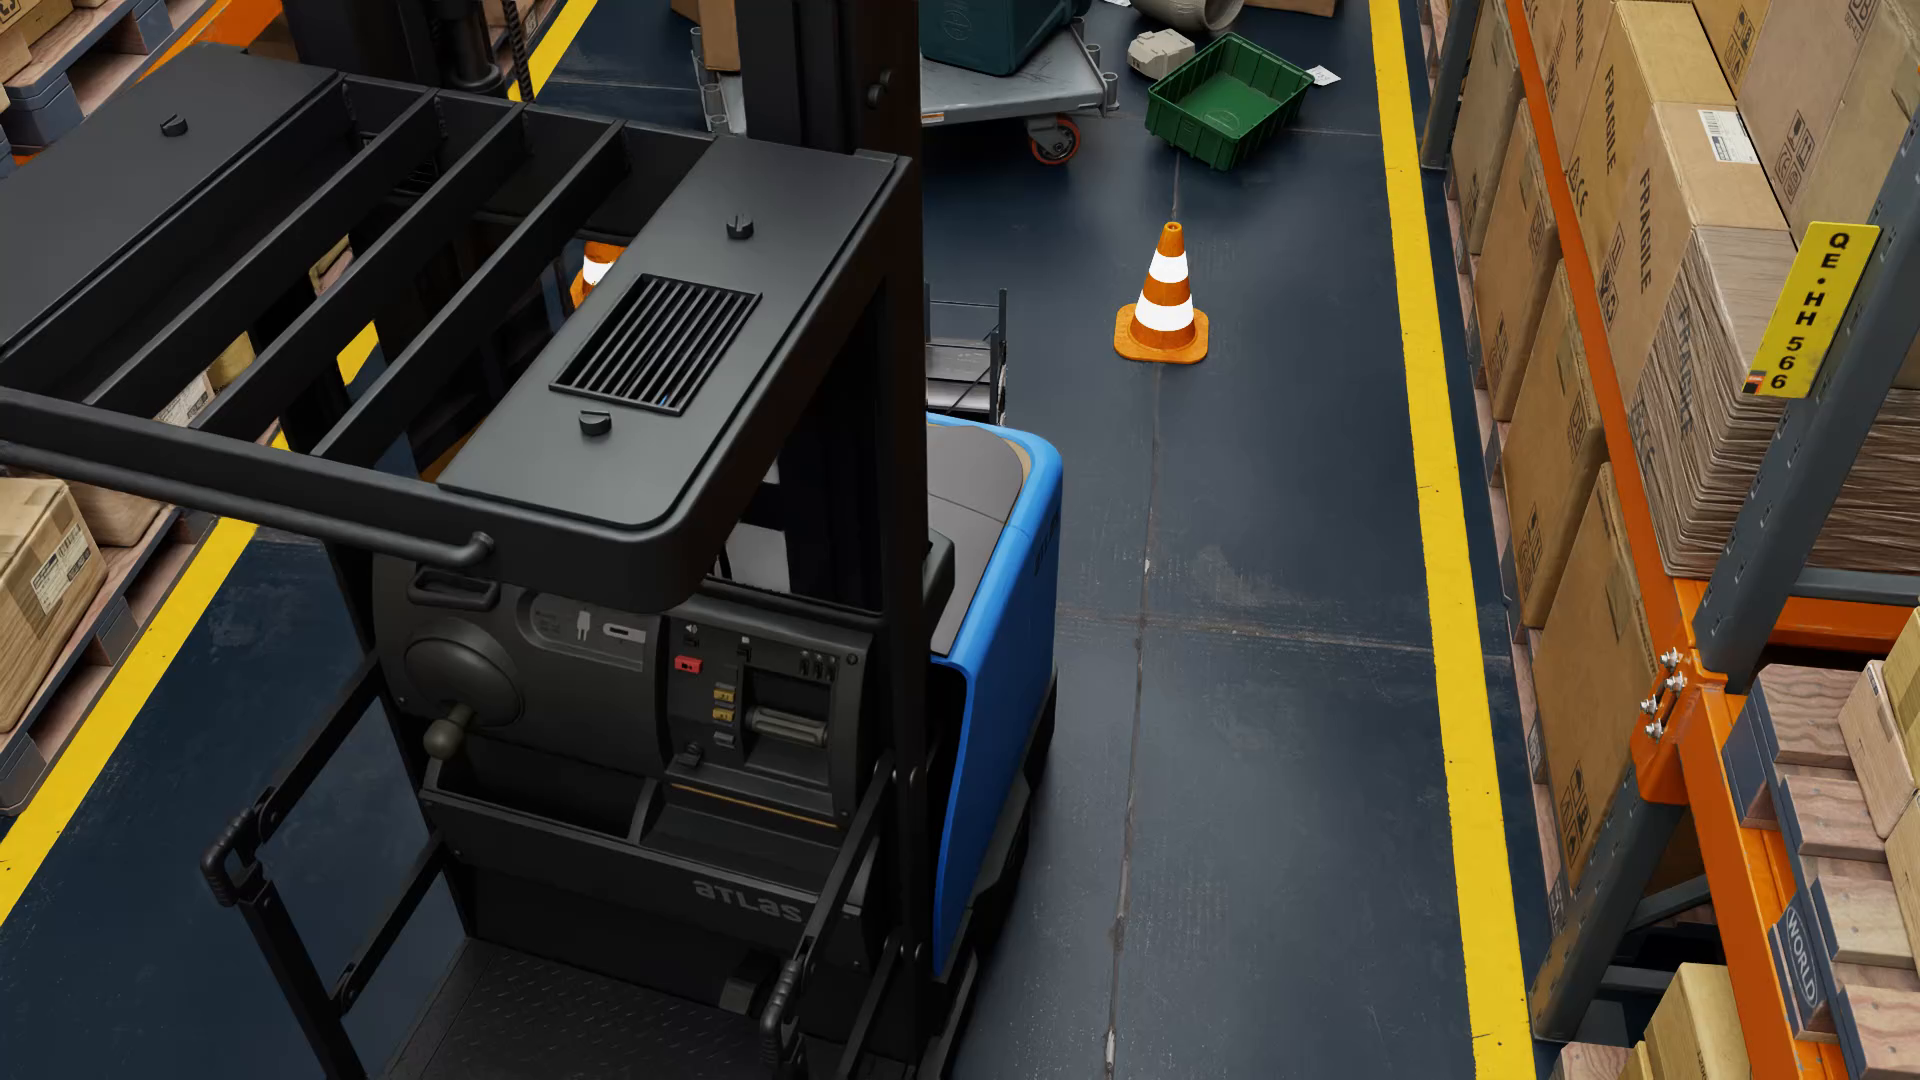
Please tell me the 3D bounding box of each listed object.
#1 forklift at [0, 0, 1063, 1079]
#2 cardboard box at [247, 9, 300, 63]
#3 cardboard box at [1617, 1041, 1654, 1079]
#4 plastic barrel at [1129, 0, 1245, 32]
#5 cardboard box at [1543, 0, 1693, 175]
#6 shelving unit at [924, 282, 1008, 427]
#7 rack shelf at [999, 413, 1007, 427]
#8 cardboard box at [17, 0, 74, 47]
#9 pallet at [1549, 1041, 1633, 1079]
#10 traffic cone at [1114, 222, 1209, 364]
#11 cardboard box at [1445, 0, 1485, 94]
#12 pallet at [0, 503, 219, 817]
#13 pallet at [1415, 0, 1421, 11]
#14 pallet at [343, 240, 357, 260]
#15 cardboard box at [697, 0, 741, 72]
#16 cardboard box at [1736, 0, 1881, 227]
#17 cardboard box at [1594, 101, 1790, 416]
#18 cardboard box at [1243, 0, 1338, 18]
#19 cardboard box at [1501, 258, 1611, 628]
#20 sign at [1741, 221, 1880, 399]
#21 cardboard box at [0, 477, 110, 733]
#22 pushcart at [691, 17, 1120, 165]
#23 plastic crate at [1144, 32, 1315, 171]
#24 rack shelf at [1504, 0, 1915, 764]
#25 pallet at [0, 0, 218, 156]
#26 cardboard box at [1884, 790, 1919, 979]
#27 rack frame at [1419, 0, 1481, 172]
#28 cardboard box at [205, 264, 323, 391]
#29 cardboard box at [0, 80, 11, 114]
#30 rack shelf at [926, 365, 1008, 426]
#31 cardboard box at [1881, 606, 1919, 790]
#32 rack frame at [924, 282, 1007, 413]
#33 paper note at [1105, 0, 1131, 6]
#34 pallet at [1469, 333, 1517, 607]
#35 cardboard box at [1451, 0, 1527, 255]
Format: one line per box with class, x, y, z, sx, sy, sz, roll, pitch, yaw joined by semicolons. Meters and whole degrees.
forklift;-0.668;0.339;2.761;1.130;2.935;3.031;12;45;13
cardboard box;-2.582;-1.833;6.610;0.950;0.372;0.625;6;44;6
cardboard box;1.530;1.329;3.178;0.500;0.500;0.500;4;44;4
plastic barrel;1.035;-2.589;7.676;0.421;0.421;0.512;-32;52;-29
cardboard box;1.867;-1.283;4.351;0.500;0.500;0.500;6;44;6
shelving unit;-0.001;-0.321;4.935;0.258;0.900;0.210;5;44;6
rack shelf;-0.001;-0.297;4.958;0.258;0.077;0.200;5;44;6
cardboard box;-2.654;-1.457;4.485;0.380;0.149;0.250;7;44;7
pallet;1.772;1.659;3.344;1.003;0.211;1.213;5;44;6
traffic cone;0.731;-0.914;5.878;0.336;0.463;0.334;5;44;6
cardboard box;2.558;-2.415;6.859;0.875;0.875;0.875;6;44;6
pallet;-2.939;0.214;4.871;1.003;0.211;1.213;5;44;6
pallet;2.742;-2.944;8.206;1.003;0.211;1.213;5;44;6
pallet;-2.616;-1.449;6.627;1.003;0.211;1.213;5;44;6
cardboard box;-0.746;-2.219;6.679;0.500;0.500;0.500;5;44;6
cardboard box;2.011;-0.935;3.256;0.700;0.500;0.500;5;44;5
cardboard box;1.737;-0.593;3.622;0.500;0.500;0.500;5;44;6
cardboard box;1.593;-2.856;7.901;0.500;0.500;0.500;12;45;13
cardboard box;2.158;-0.224;4.636;1.050;0.750;0.750;6;44;6
sign;1.326;-0.354;2.600;0.100;0.325;0.005;5;44;6
cardboard box;-2.959;0.151;4.515;0.950;0.372;0.625;3;43;3
pushcart;-0.248;-1.867;6.948;1.648;0.377;0.936;-9;44;-9
plastic crate;1.130;-1.849;7.024;0.450;0.188;0.662;35;53;18
rack shelf;2.141;-0.987;4.634;1.077;0.370;4.000;5;44;6
pallet;-2.823;-1.550;4.845;1.003;0.211;1.213;5;44;6
cardboard box;1.581;0.523;2.394;0.380;0.149;0.250;7;44;8
rack frame;2.405;-2.612;5.826;1.000;3.000;0.127;5;44;6
cardboard box;-2.764;-0.869;5.592;0.950;0.372;0.625;7;44;7
cardboard box;-2.607;-1.090;4.097;0.380;0.149;0.250;5;44;6
rack shelf;-0.001;-0.428;4.834;0.258;0.077;0.200;5;44;6
cardboard box;1.613;0.256;2.459;0.380;0.149;0.250;7;44;7
rack frame;0.012;-0.391;5.008;0.240;0.900;0.006;5;44;6
paper note;0.771;-2.622;8.003;0.172;0.023;0.155;20;47;20
pallet;2.219;-0.232;5.342;1.003;0.211;1.213;5;44;6
cardboard box;2.412;-1.516;6.000;1.050;0.750;0.750;5;44;5
